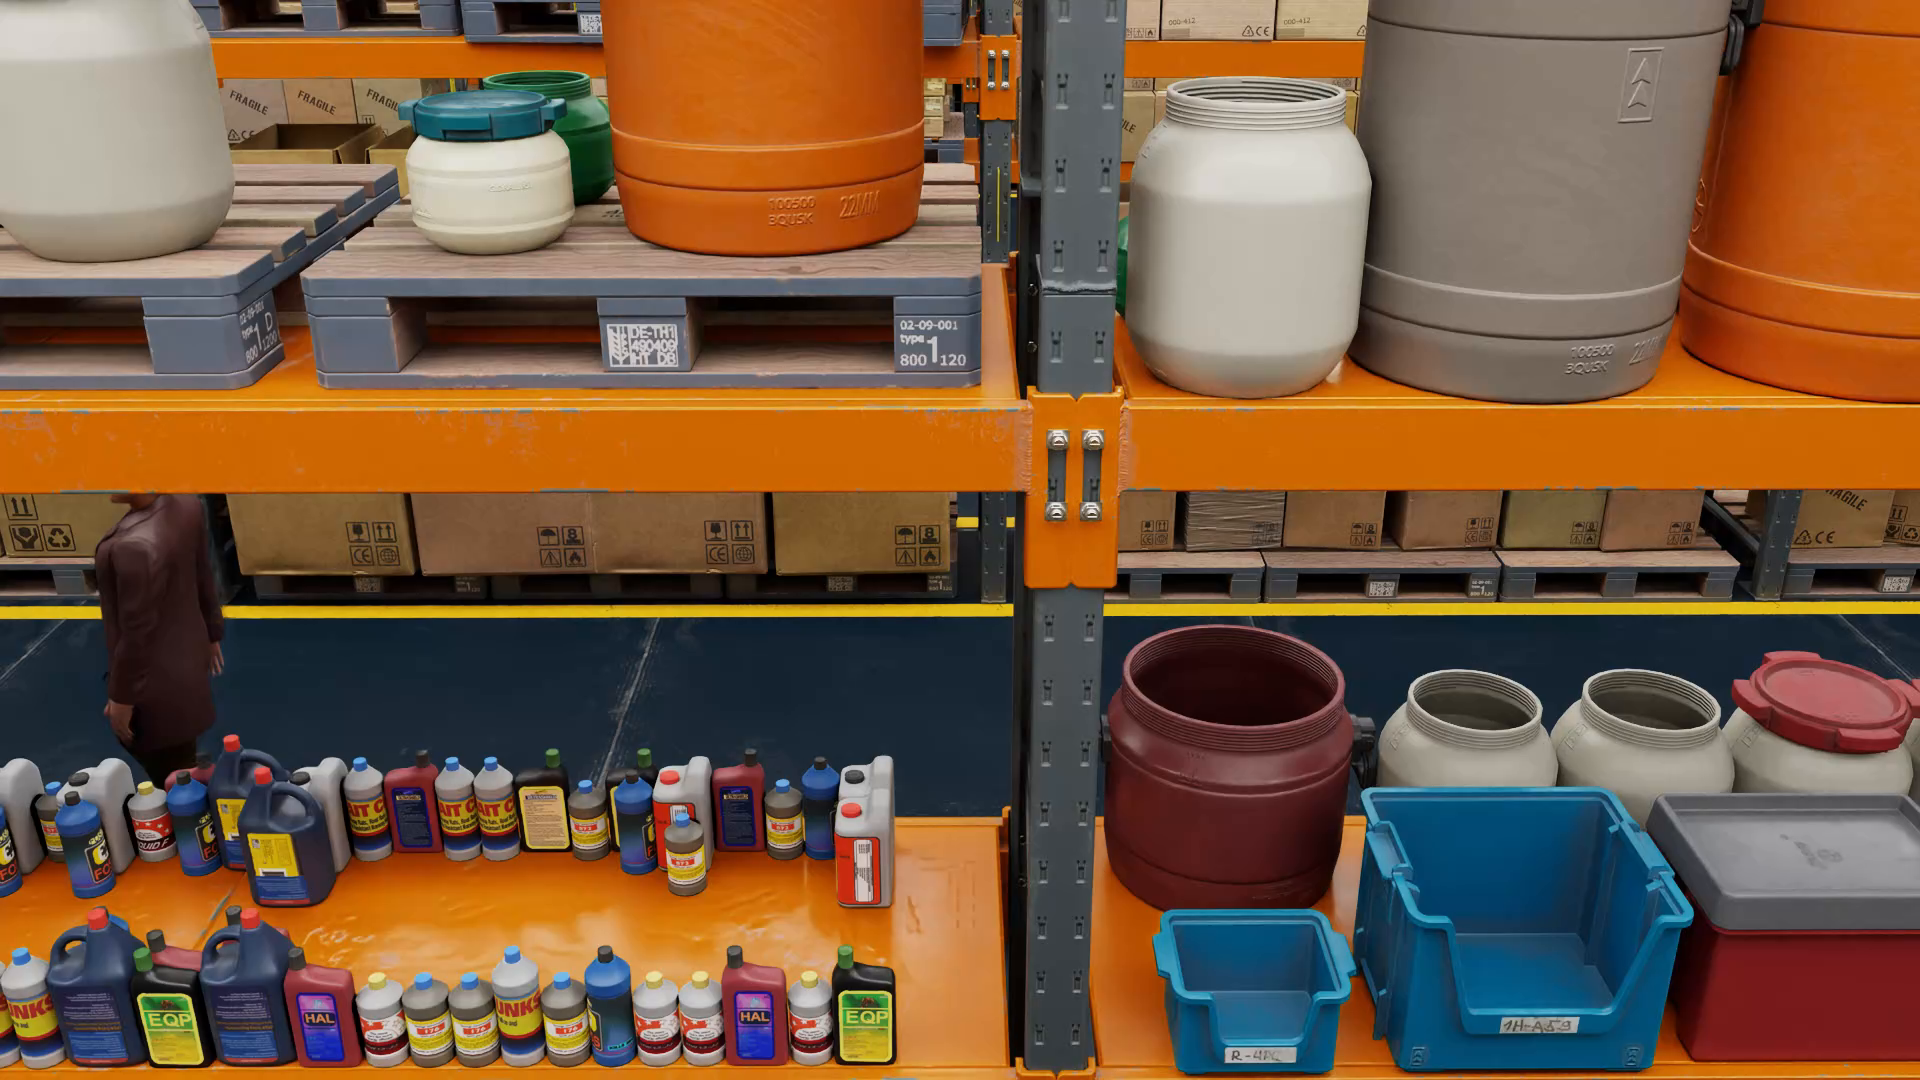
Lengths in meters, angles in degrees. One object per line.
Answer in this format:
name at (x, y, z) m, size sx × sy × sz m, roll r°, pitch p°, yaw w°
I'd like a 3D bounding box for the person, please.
person at (-2.927, 0.475, 6.010) m, size 0.480 × 1.796 × 0.610 m, roll -2°, pitch 24°, yaw -5°
